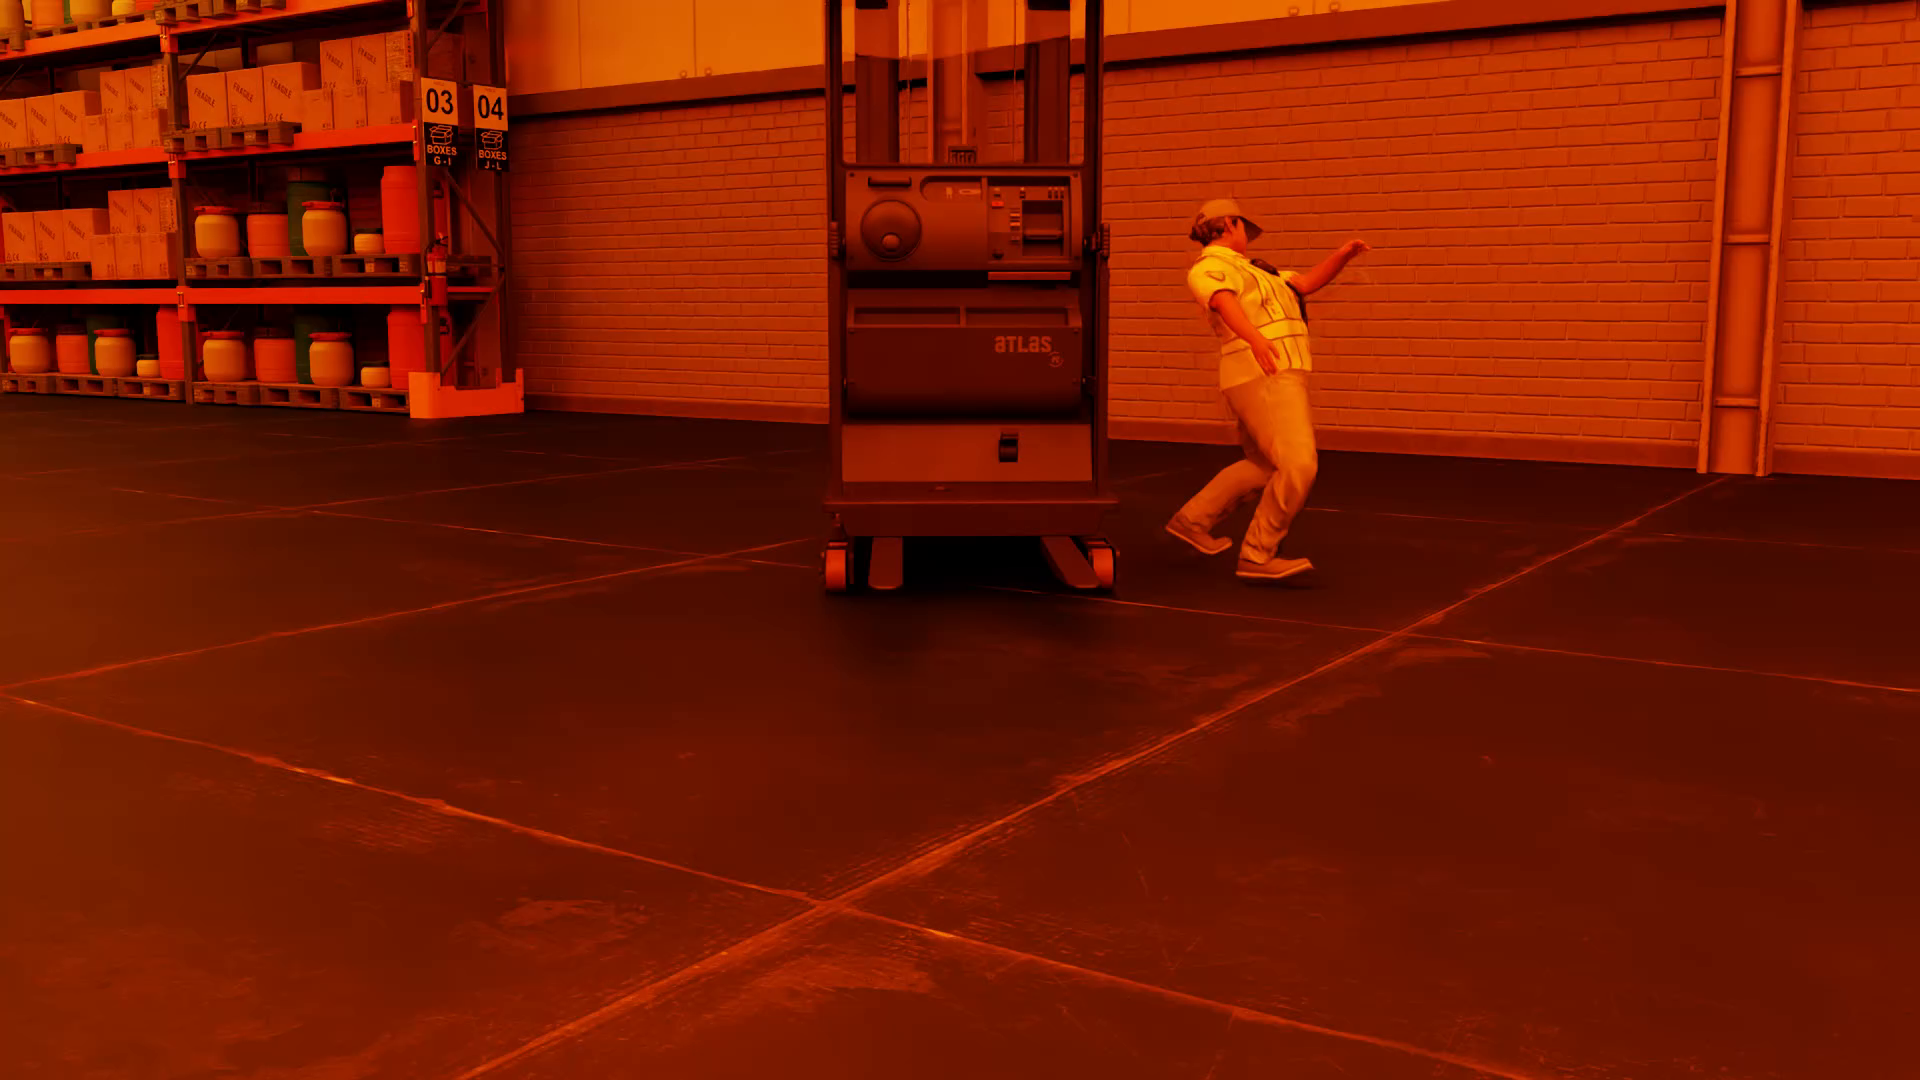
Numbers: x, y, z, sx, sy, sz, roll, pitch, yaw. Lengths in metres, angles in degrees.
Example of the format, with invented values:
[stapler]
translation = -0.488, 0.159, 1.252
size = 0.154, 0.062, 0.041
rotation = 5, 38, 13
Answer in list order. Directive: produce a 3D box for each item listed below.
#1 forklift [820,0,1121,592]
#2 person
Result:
[forklift]
translation = 0.026, -1.300, 6.334
size = 1.130, 2.935, 3.031
rotation = 0, 8, -2
[person]
translation = 1.150, -0.587, 6.385
size = 0.795, 1.451, 0.901
rotation = 2, 8, 13
